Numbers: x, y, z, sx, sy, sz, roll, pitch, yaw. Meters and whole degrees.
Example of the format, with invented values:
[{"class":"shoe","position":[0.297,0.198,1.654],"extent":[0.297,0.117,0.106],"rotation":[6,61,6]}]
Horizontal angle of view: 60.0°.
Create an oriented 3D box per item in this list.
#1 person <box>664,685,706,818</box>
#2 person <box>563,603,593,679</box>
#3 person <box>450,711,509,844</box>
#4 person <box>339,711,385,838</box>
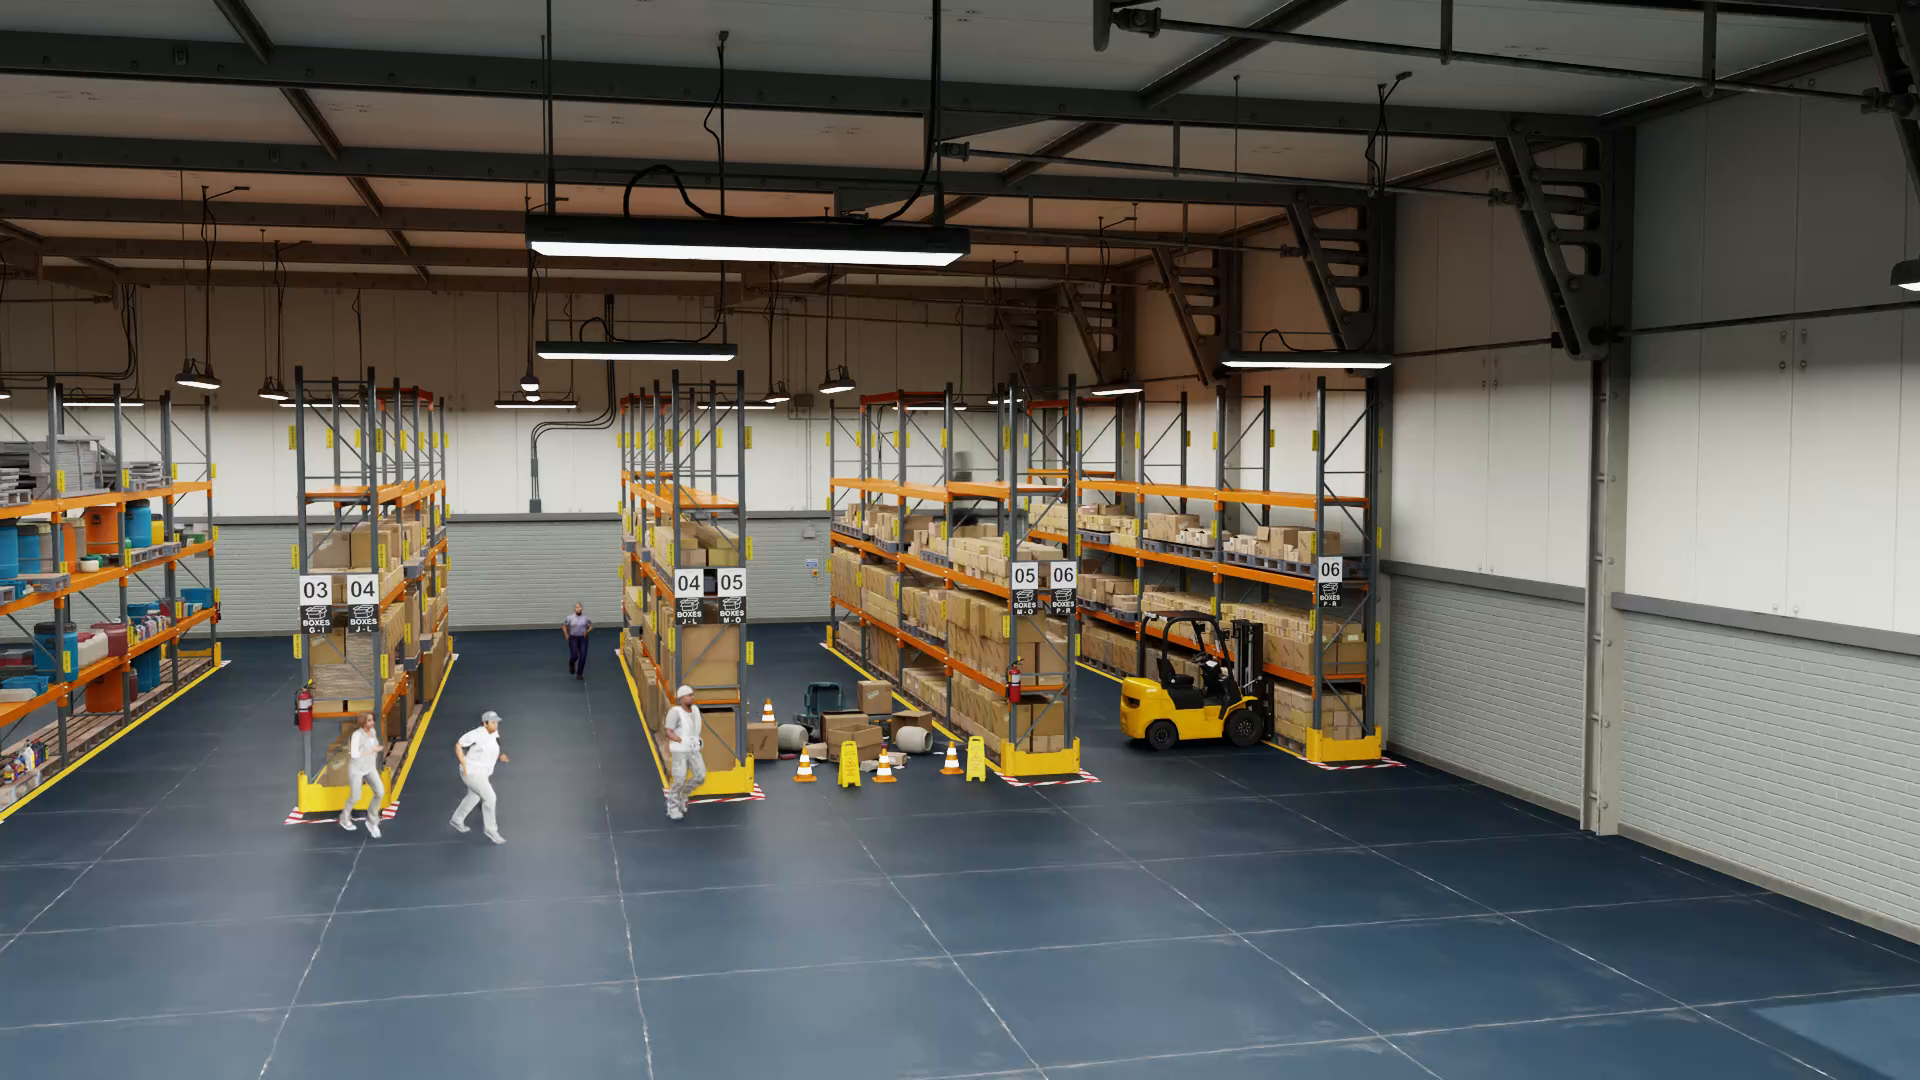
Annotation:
[{"class":"person","position":[-3.607,2.810,22.110],"extent":[0.618,1.752,0.717],"rotation":[3,4,40]},{"class":"person","position":[-7.999,2.121,34.871],"extent":[0.602,1.596,0.544],"rotation":[-1,4,-21]},{"class":"person","position":[-6.088,2.958,20.883],"extent":[0.907,1.658,0.597],"rotation":[1,4,21]},{"class":"person","position":[-7.560,2.962,20.998],"extent":[0.774,1.636,0.509],"rotation":[2,4,28]}]
